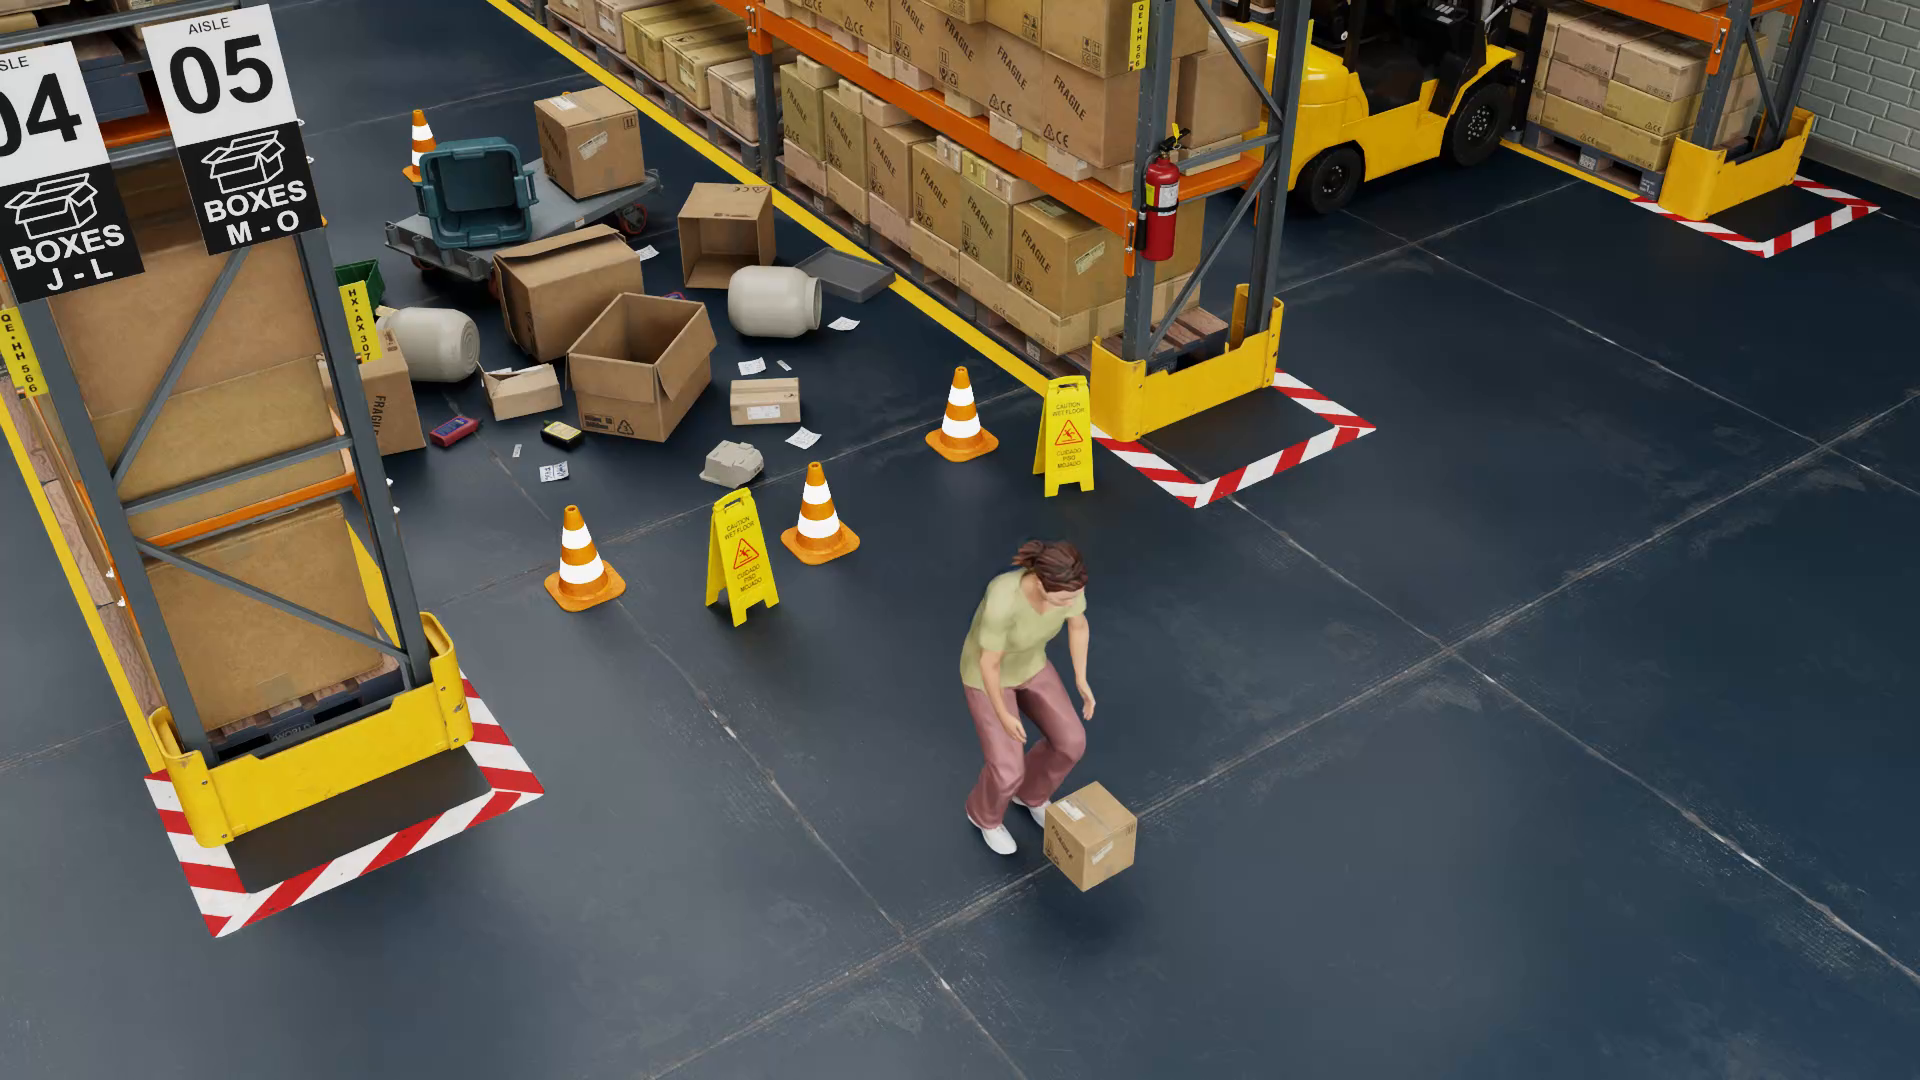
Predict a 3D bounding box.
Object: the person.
[{"bbox_3d":[0.268,0.557,6.391,0.498,1.515,0.533,-22,42,-27],"label":"person"}]
